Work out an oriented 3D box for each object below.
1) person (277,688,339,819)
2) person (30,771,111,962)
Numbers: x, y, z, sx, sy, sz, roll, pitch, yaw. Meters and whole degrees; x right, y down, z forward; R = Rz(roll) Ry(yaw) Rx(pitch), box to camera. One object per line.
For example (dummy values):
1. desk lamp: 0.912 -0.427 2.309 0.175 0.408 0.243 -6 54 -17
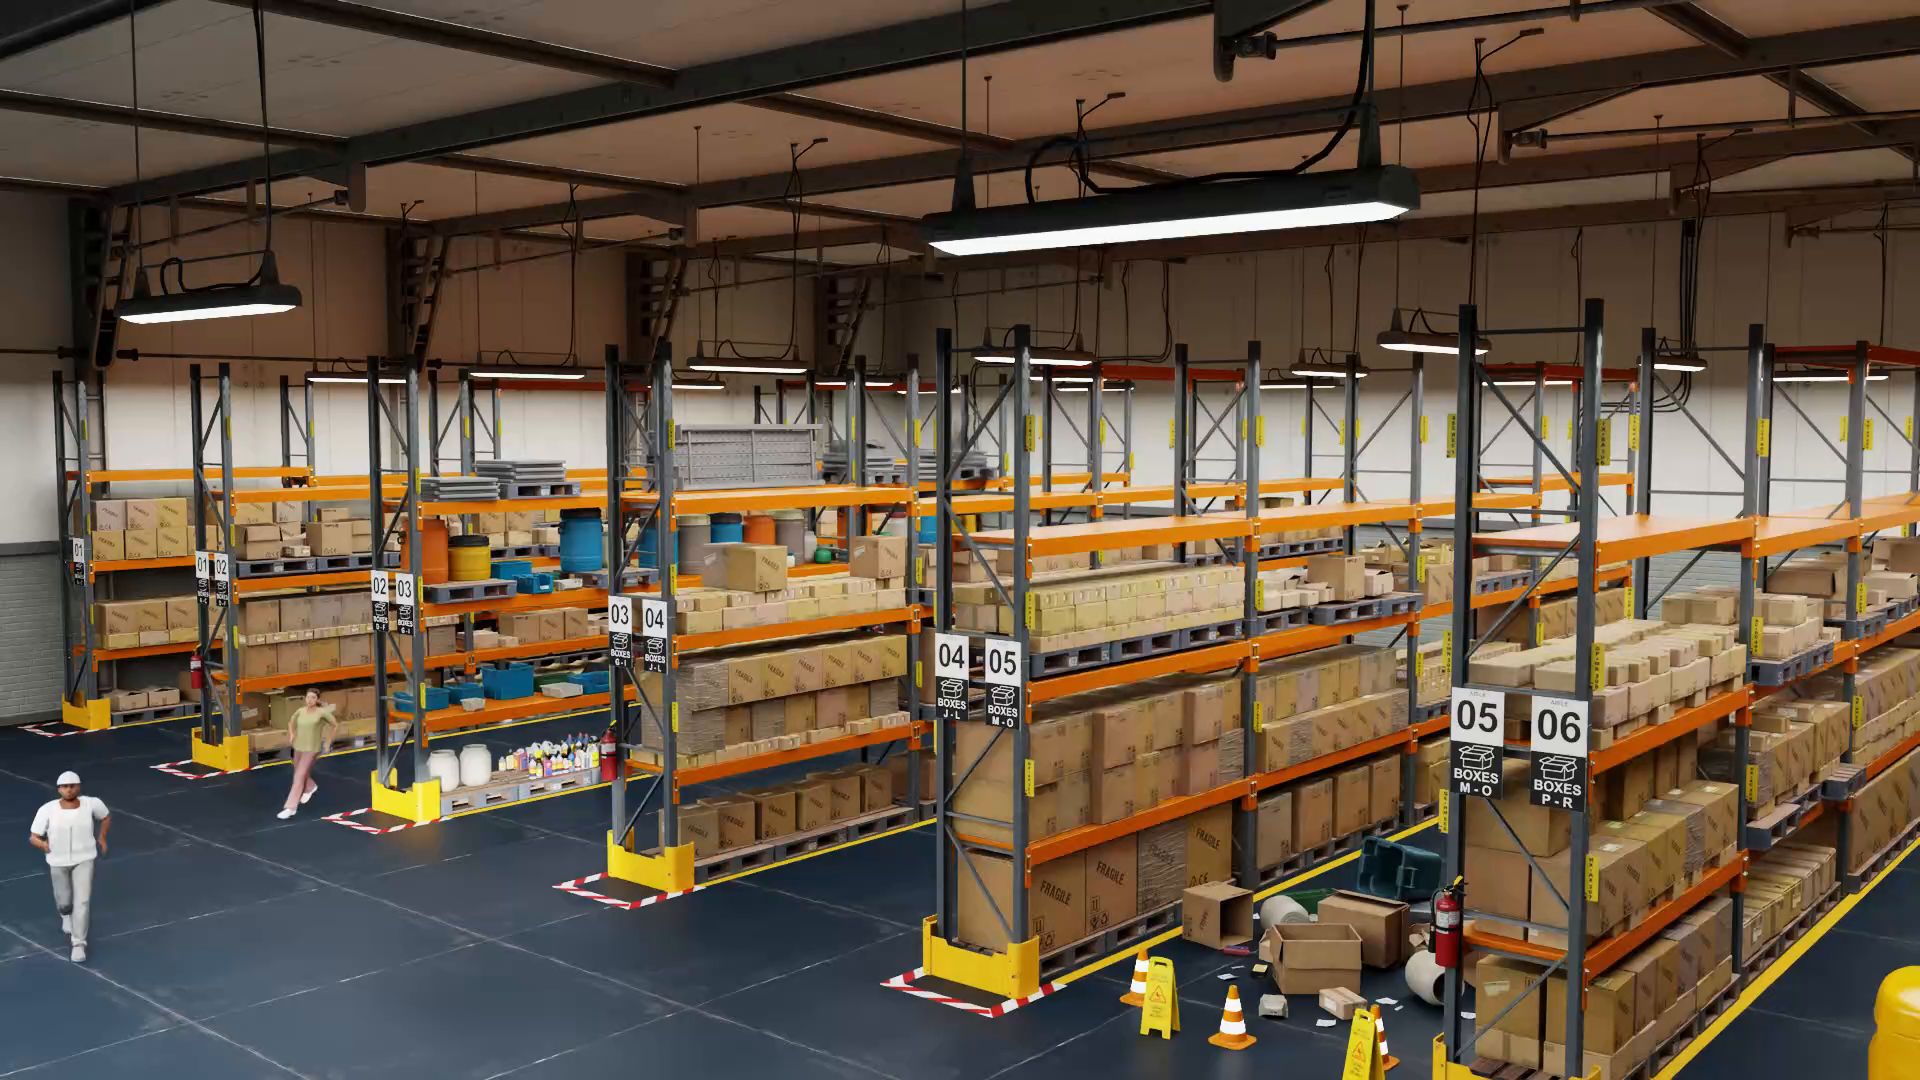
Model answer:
1. person: -8.538 2.755 21.807 0.636 1.634 0.954 1 4 10
2. person: -8.601 3.113 16.106 0.700 1.762 0.957 -2 5 -28
